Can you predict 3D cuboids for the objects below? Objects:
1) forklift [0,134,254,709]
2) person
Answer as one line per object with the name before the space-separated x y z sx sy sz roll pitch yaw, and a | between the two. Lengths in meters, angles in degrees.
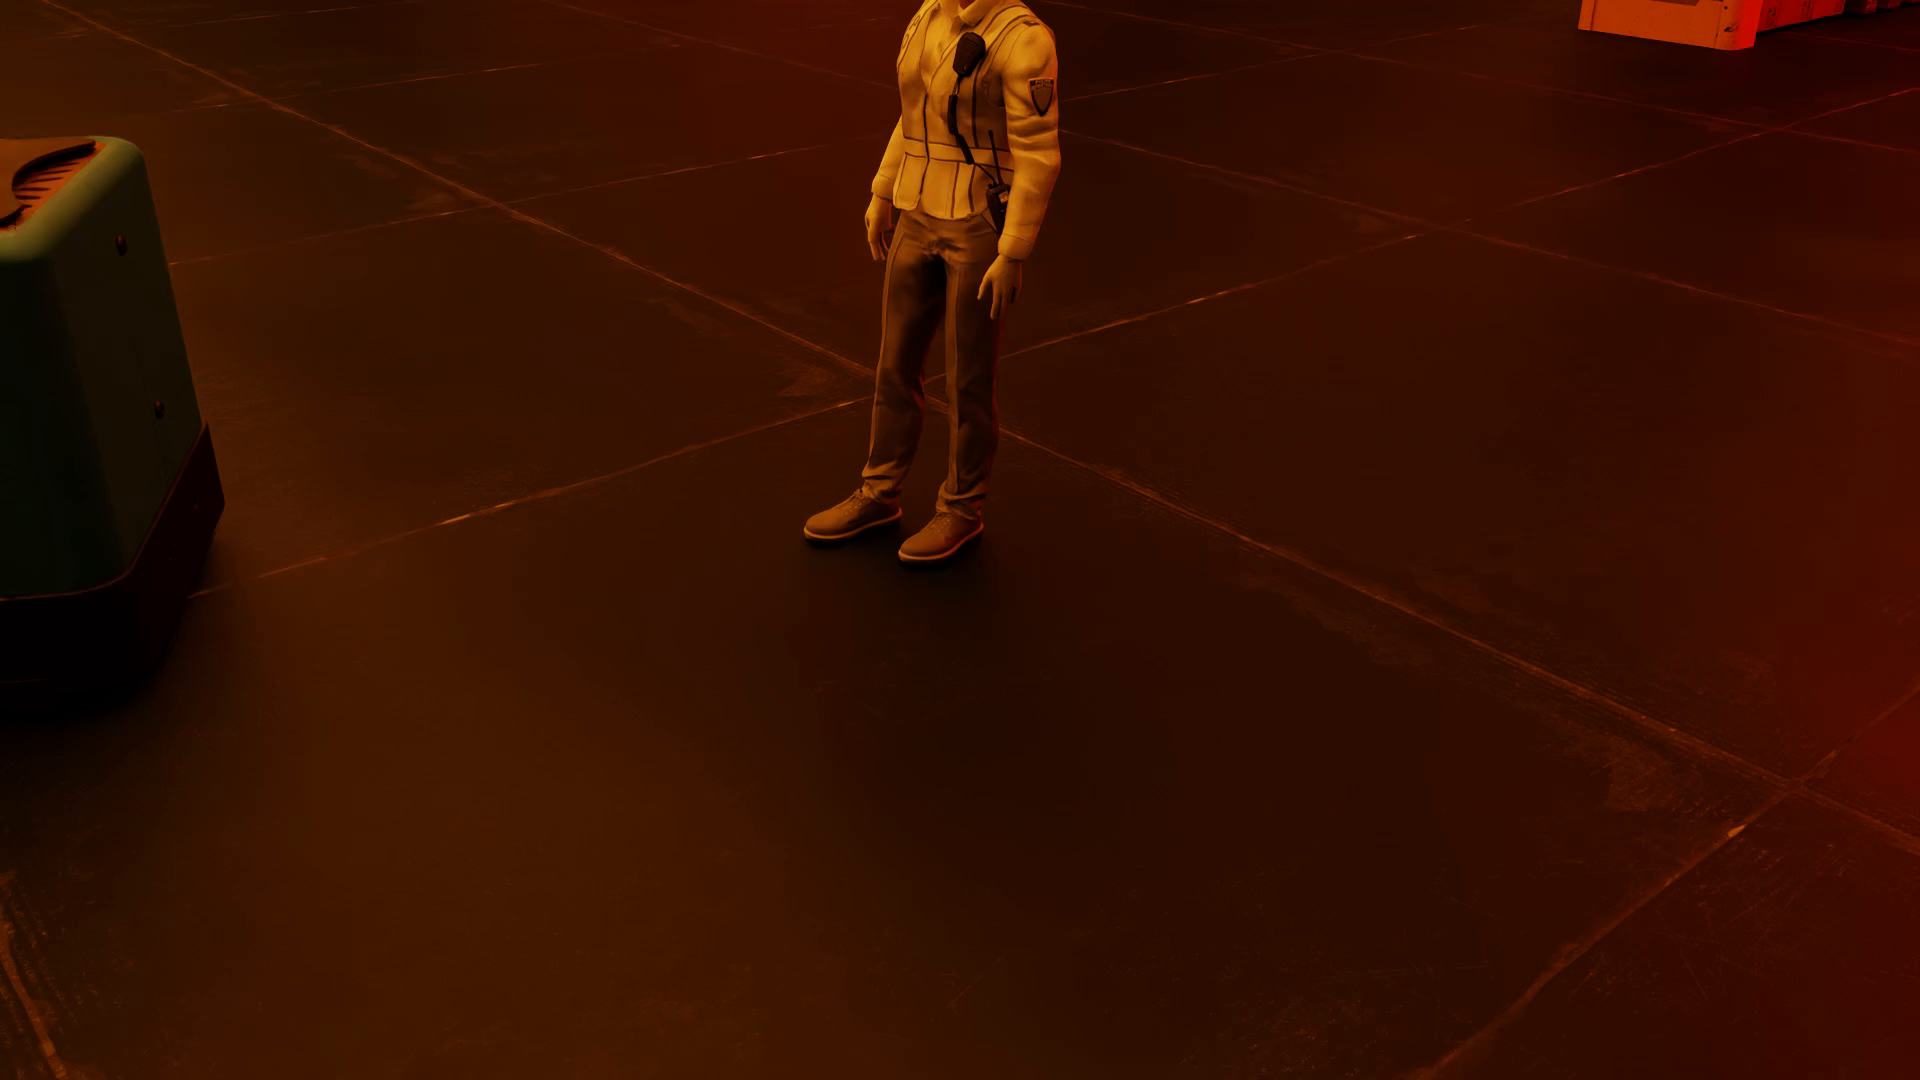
forklift | -3.323 -1.025 3.270 3.031 2.935 1.130 -5 27 -11
person | -0.058 -0.748 4.086 0.530 1.694 0.586 -20 33 -35
